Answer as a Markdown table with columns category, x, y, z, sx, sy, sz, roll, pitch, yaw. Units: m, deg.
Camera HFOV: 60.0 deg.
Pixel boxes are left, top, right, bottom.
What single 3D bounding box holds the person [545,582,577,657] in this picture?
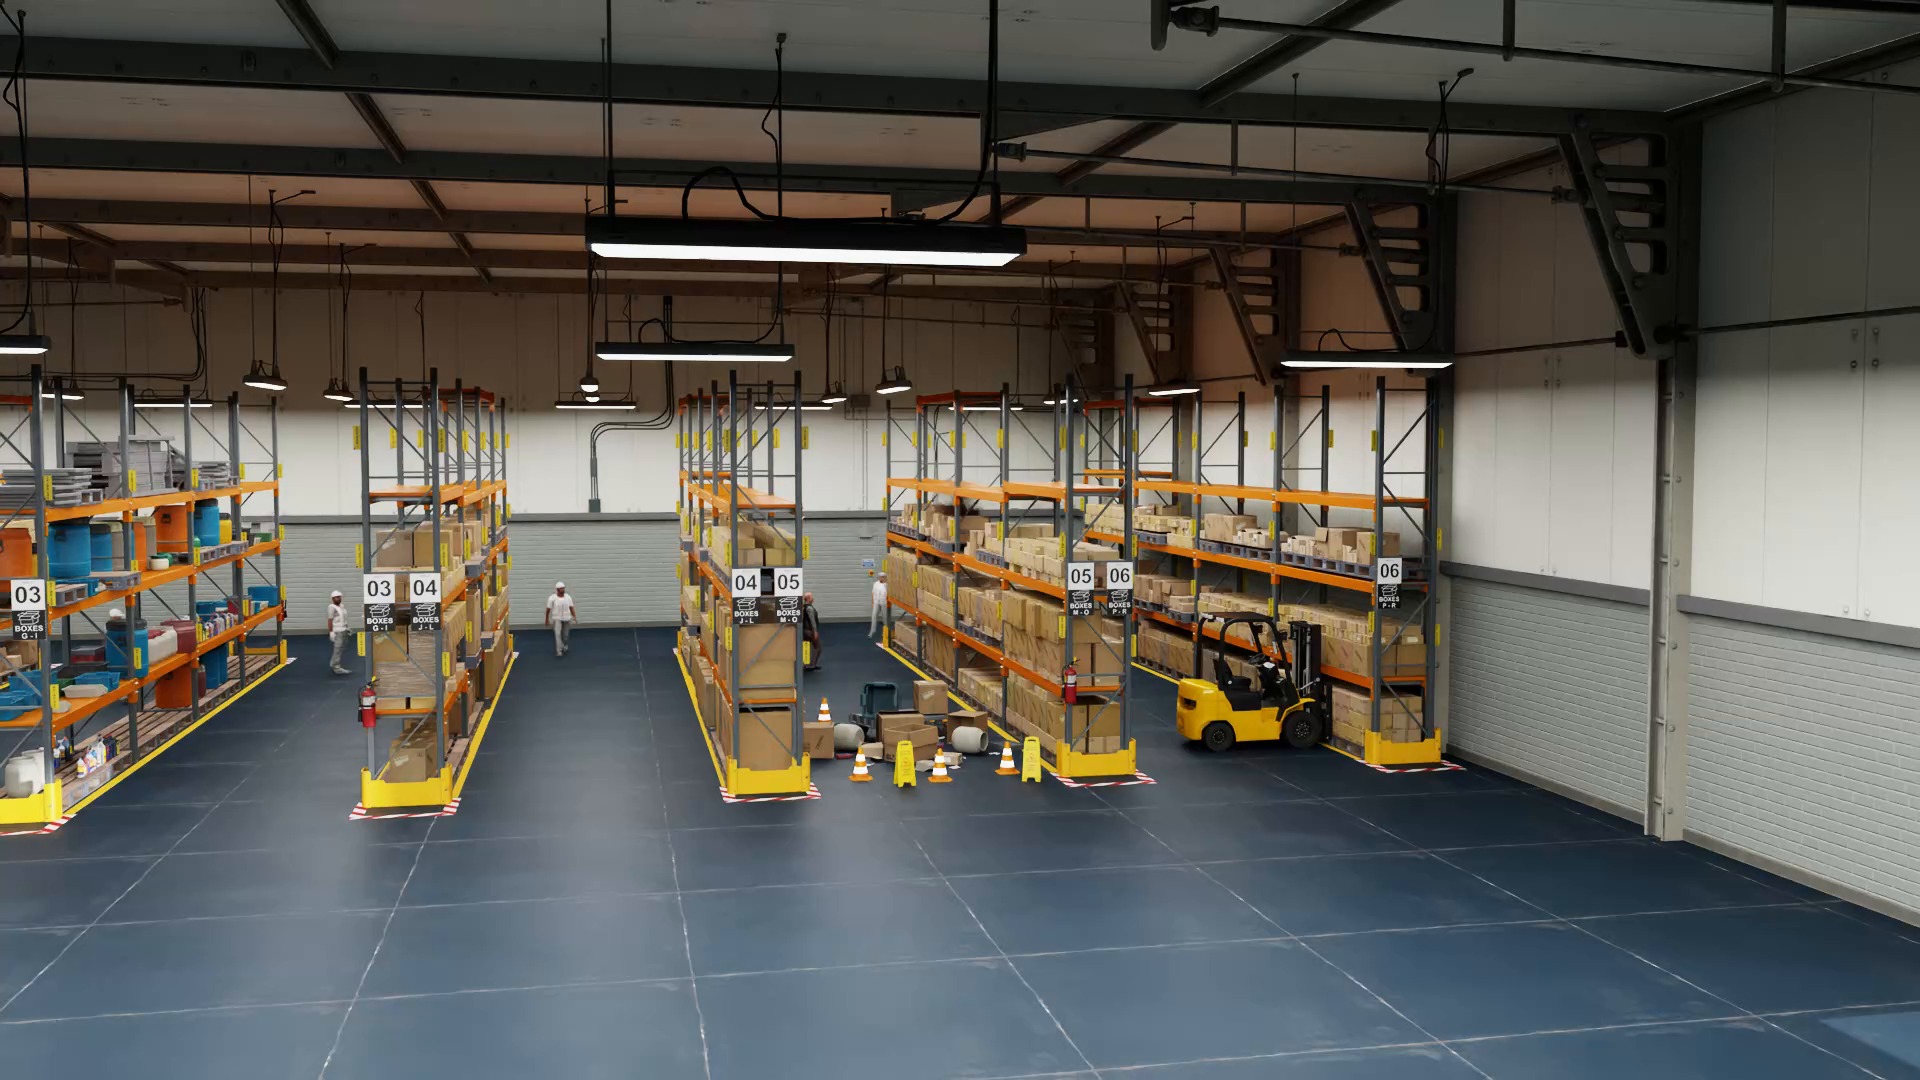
| category | x | y | z | sx | sy | sz | roll | pitch | yaw |
| --- | --- | --- | --- | --- | --- | --- | --- | --- | --- |
| person | -9.304 | 1.843 | 38.763 | 0.734 | 1.725 | 1.080 | -1 | 4 | -16 |

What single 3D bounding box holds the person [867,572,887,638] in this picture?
| category | x | y | z | sx | sy | sz | roll | pitch | yaw |
| --- | --- | --- | --- | --- | --- | --- | --- | --- | --- |
| person | -2.057 | 1.640 | 42.392 | 0.548 | 1.643 | 0.754 | 2 | 4 | 25 |

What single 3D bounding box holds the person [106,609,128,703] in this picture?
| category | x | y | z | sx | sy | sz | roll | pitch | yaw |
| --- | --- | --- | --- | --- | --- | --- | --- | --- | --- |
| person | -16.083 | 2.207 | 31.823 | 0.461 | 1.783 | 0.622 | -2 | 4 | -31 |

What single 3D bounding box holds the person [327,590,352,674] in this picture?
| category | x | y | z | sx | sy | sz | roll | pitch | yaw |
| --- | --- | --- | --- | --- | --- | --- | --- | --- | --- |
| person | -13.342 | 1.976 | 35.767 | 0.477 | 1.791 | 0.580 | -1 | 4 | -16 |

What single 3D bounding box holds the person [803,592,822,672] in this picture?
| category | x | y | z | sx | sy | sz | roll | pitch | yaw |
| --- | --- | --- | --- | --- | --- | --- | --- | --- | --- |
| person | -3.234 | 1.991 | 35.990 | 0.399 | 1.720 | 0.587 | -2 | 4 | -32 |
